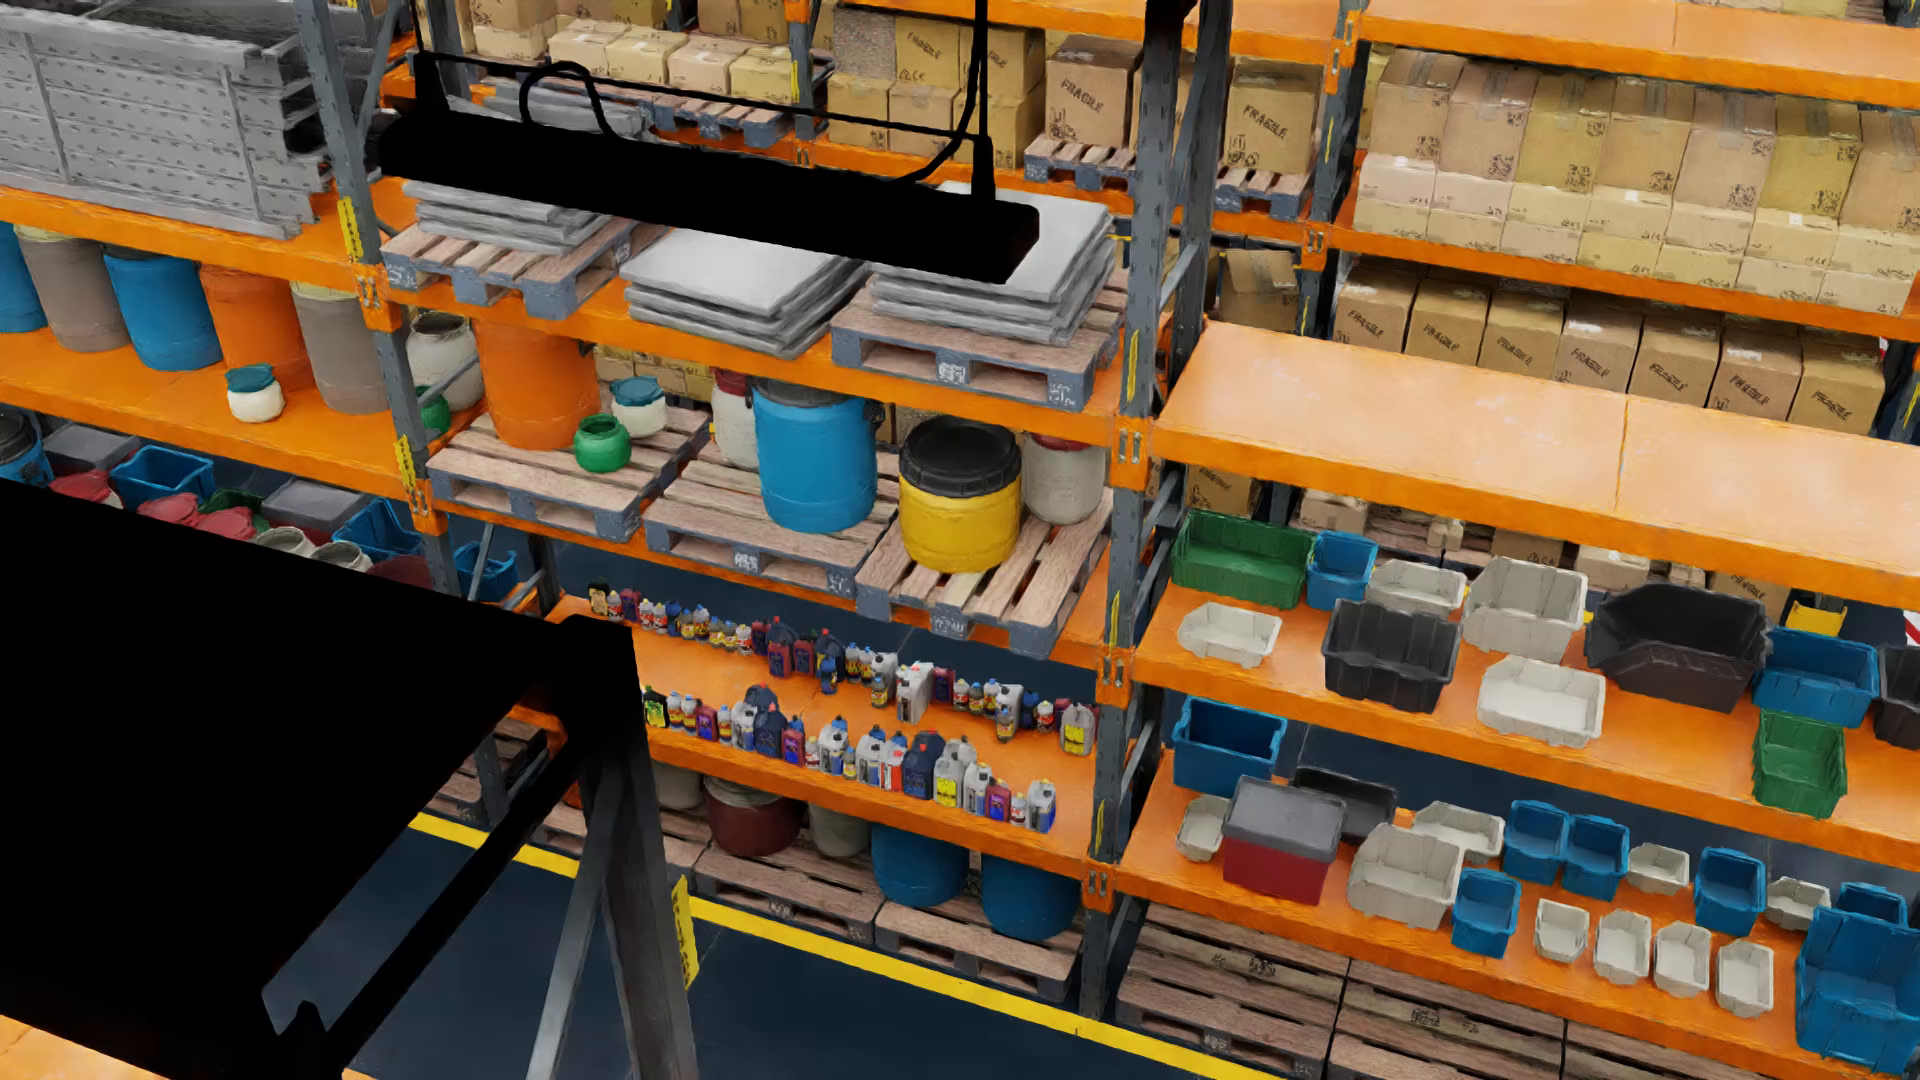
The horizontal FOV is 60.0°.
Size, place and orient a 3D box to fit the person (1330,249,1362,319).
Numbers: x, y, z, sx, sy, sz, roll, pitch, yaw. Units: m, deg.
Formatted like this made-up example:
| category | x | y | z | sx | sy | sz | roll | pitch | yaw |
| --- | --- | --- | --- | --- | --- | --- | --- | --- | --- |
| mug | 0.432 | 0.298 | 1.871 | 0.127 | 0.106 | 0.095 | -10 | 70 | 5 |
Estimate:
| category | x | y | z | sx | sy | sz | roll | pitch | yaw |
| --- | --- | --- | --- | --- | --- | --- | --- | --- | --- |
| person | 3.535 | -2.428 | 15.215 | 1.123 | 1.709 | 0.553 | 14 | 39 | 19 |
